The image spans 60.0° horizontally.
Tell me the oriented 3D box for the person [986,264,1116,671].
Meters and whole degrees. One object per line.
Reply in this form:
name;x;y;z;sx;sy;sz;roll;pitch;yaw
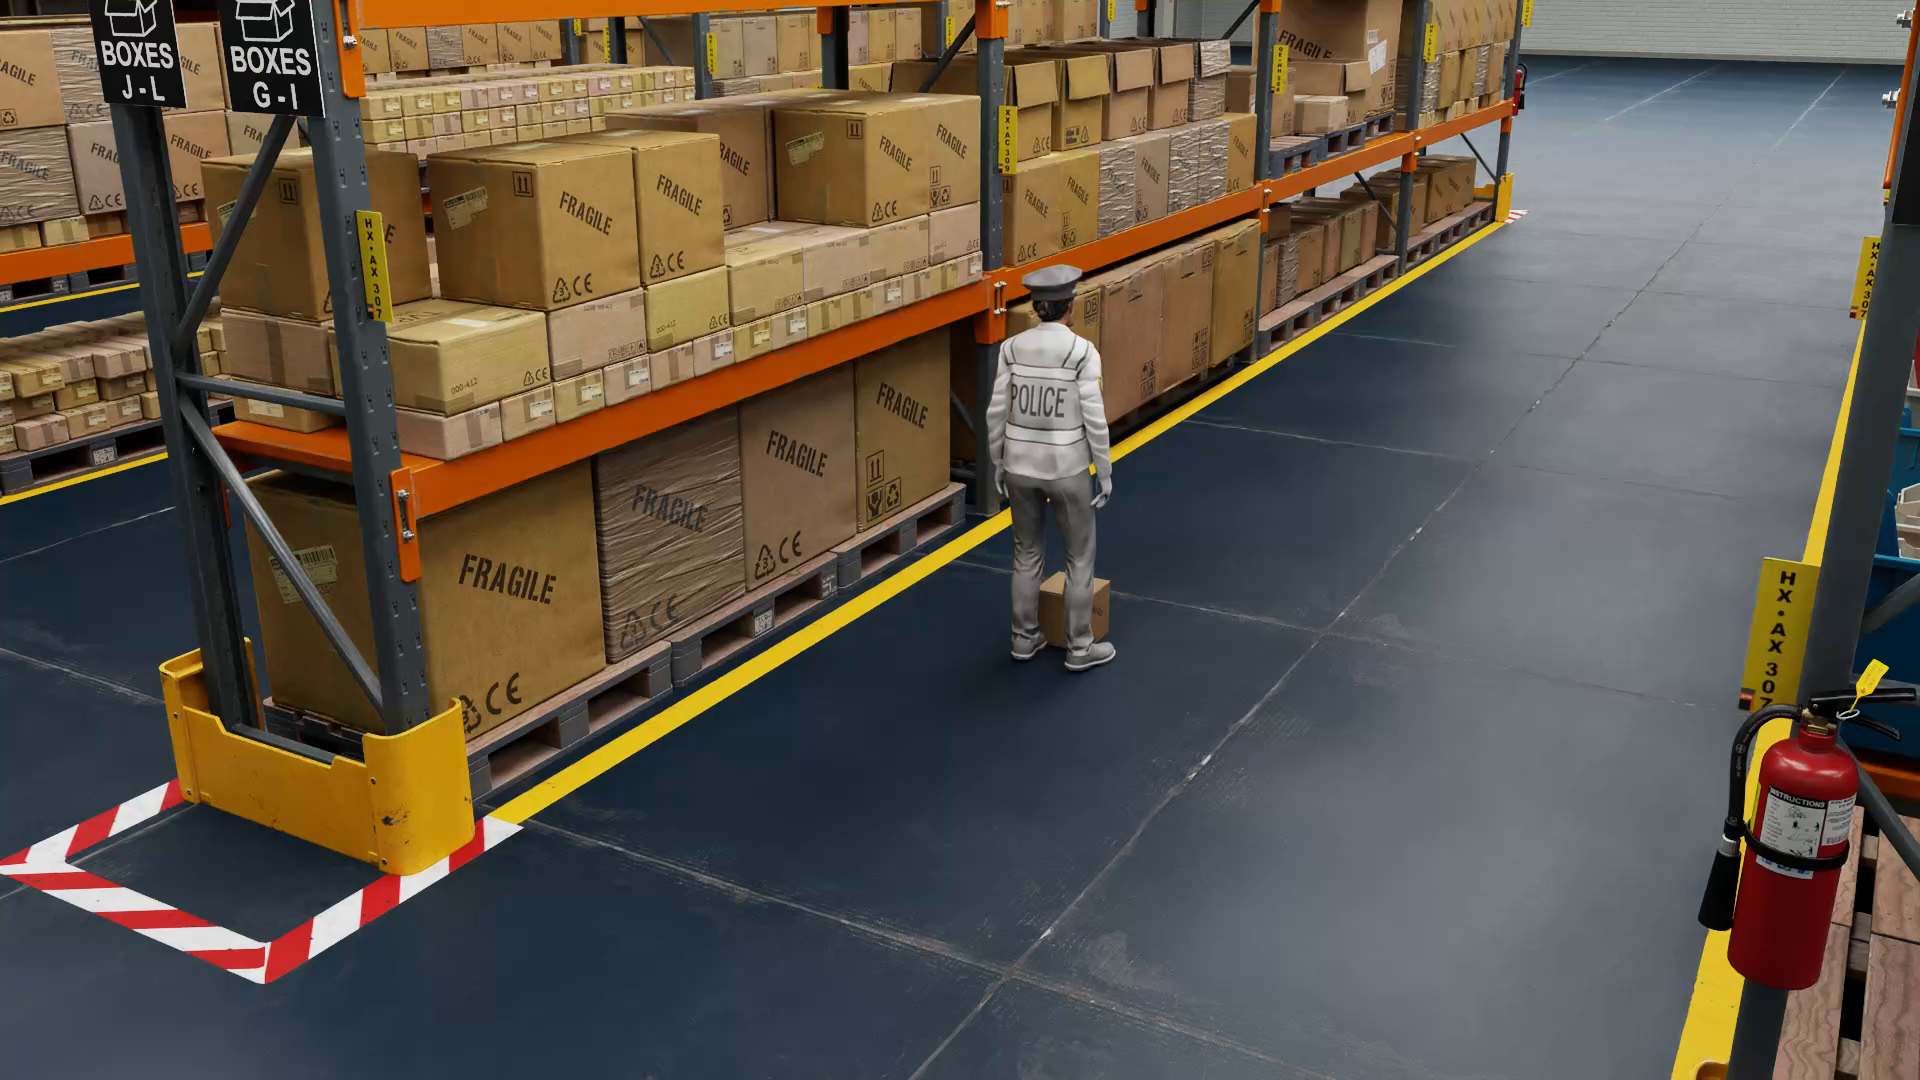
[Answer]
person;0.374;-0.281;6.856;0.541;1.662;0.375;9;22;24
